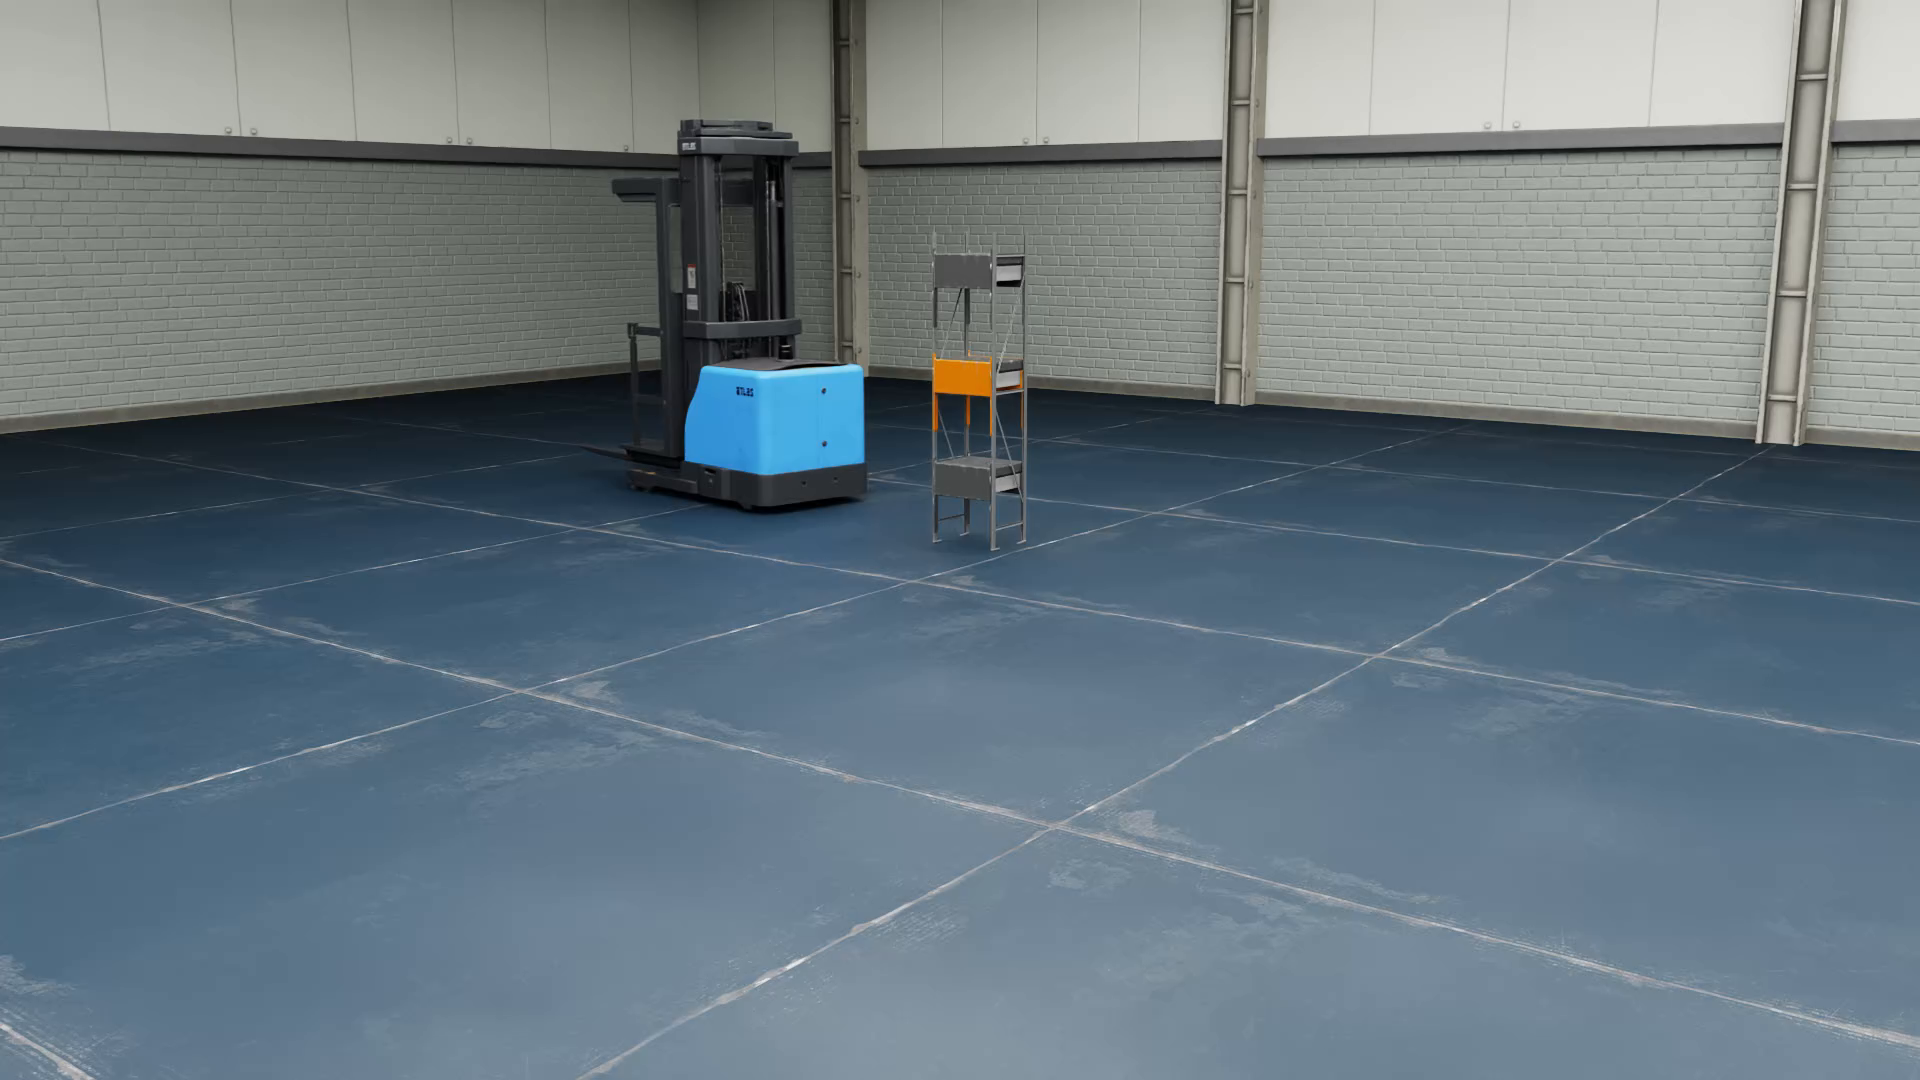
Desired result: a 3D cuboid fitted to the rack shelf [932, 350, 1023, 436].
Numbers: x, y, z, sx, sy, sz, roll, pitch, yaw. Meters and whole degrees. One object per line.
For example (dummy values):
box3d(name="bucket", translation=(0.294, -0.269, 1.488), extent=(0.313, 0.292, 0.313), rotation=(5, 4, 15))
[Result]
box3d(name="rack shelf", translation=(0.133, -0.999, 11.237), extent=(0.480, 0.518, 0.431), rotation=(8, 13, 36))

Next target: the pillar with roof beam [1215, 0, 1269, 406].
box3d(name="pillar with roof beam", translation=(0.764, -5.400, 15.750), extent=(0.400, 9.000, 9.100), rotation=(8, 13, 36))

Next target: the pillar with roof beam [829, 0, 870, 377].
box3d(name="pillar with roof beam", translation=(-4.072, -6.074, 19.237), extent=(0.400, 9.000, 9.100), rotation=(8, 13, 36))

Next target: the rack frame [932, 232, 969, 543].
box3d(name="rack frame", translation=(-0.063, -1.040, 11.376), extent=(0.015, 2.100, 0.400), rotation=(8, 13, 36))

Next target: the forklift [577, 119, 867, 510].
box3d(name="forklift", translation=(-2.105, -1.888, 13.570), extent=(1.130, 2.935, 3.031), rotation=(-10, 15, -42))

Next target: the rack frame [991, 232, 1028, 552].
box3d(name="rack frame", translation=(0.330, -0.985, 11.092), extent=(0.015, 2.100, 0.400), rotation=(8, 13, 36))

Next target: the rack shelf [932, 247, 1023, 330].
box3d(name="rack shelf", translation=(0.133, -1.686, 11.104), extent=(0.480, 0.518, 0.431), rotation=(8, 13, 36))

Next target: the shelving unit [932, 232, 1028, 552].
box3d(name="shelving unit", translation=(0.133, -1.012, 11.234), extent=(0.503, 2.100, 0.431), rotation=(8, 13, 36))

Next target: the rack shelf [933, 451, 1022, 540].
box3d(name="rack shelf", translation=(0.133, -0.312, 11.370), extent=(0.480, 0.518, 0.431), rotation=(8, 13, 36))

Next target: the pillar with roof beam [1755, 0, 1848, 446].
box3d(name="pillar with roof beam", translation=(5.600, -4.725, 12.263), extent=(0.400, 9.000, 9.100), rotation=(8, 13, 36))
